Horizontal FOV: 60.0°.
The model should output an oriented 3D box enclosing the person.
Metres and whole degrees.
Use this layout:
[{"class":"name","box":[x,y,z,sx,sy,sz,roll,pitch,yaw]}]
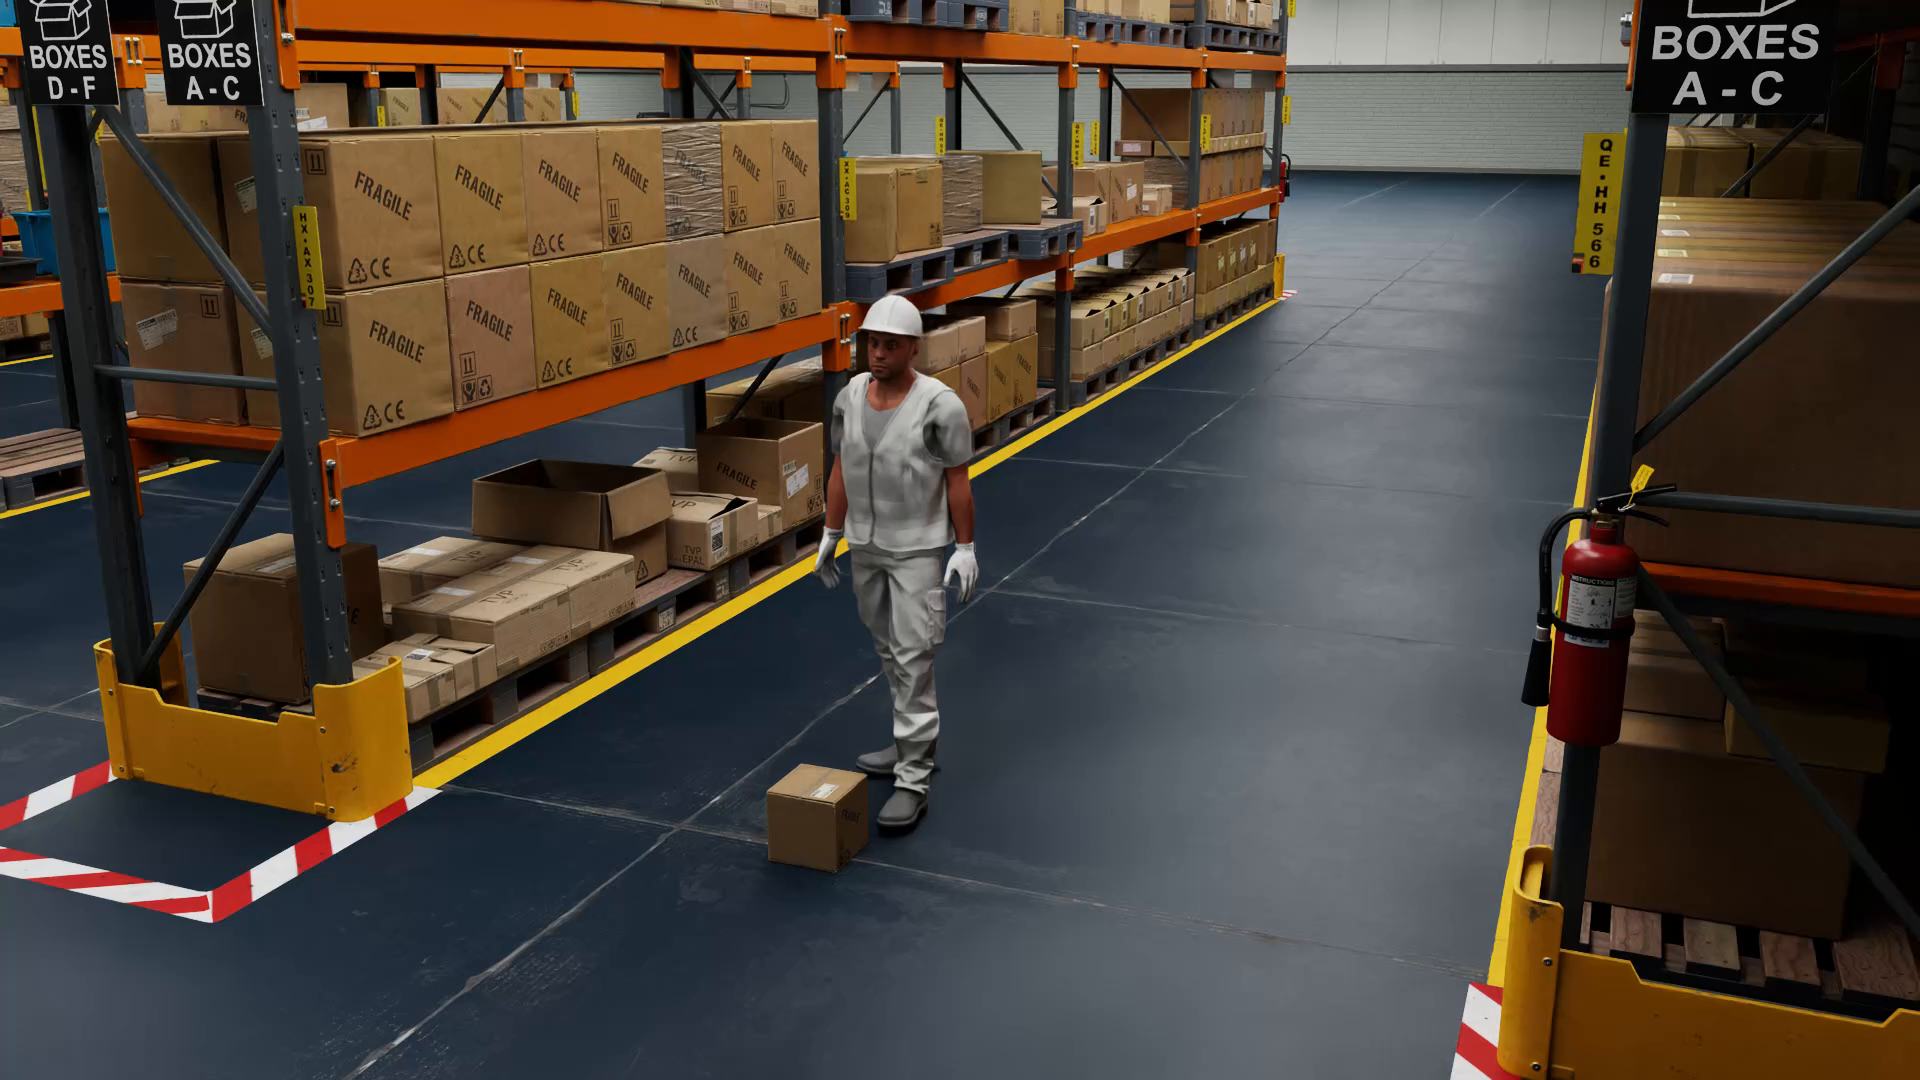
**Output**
[{"class":"person","box":[-0.270,0.048,5.774,0.579,1.779,0.624,11,18,34]}]
